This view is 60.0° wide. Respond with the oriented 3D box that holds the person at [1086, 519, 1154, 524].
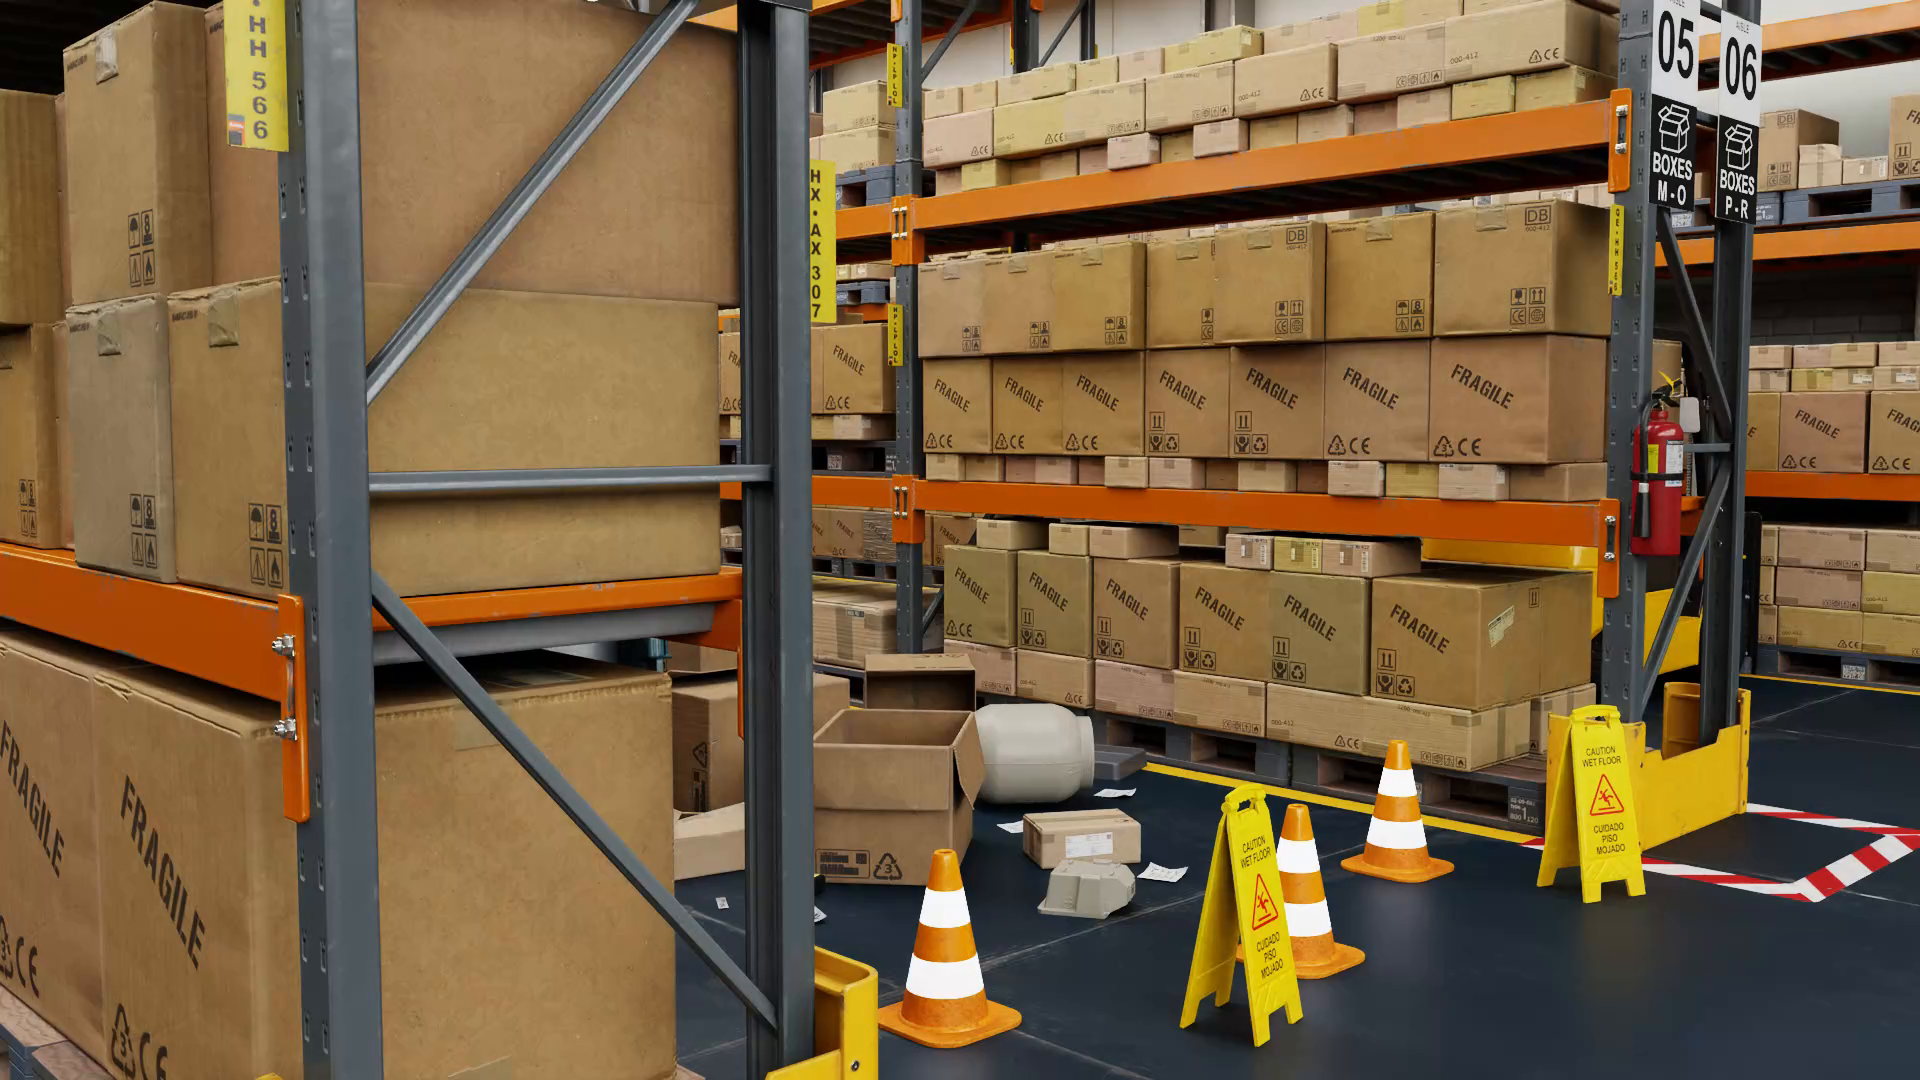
[{"bbox_3d":[1.098,-0.040,11.673,0.531,1.664,0.437,-4,5,-43],"label":"person"}]
